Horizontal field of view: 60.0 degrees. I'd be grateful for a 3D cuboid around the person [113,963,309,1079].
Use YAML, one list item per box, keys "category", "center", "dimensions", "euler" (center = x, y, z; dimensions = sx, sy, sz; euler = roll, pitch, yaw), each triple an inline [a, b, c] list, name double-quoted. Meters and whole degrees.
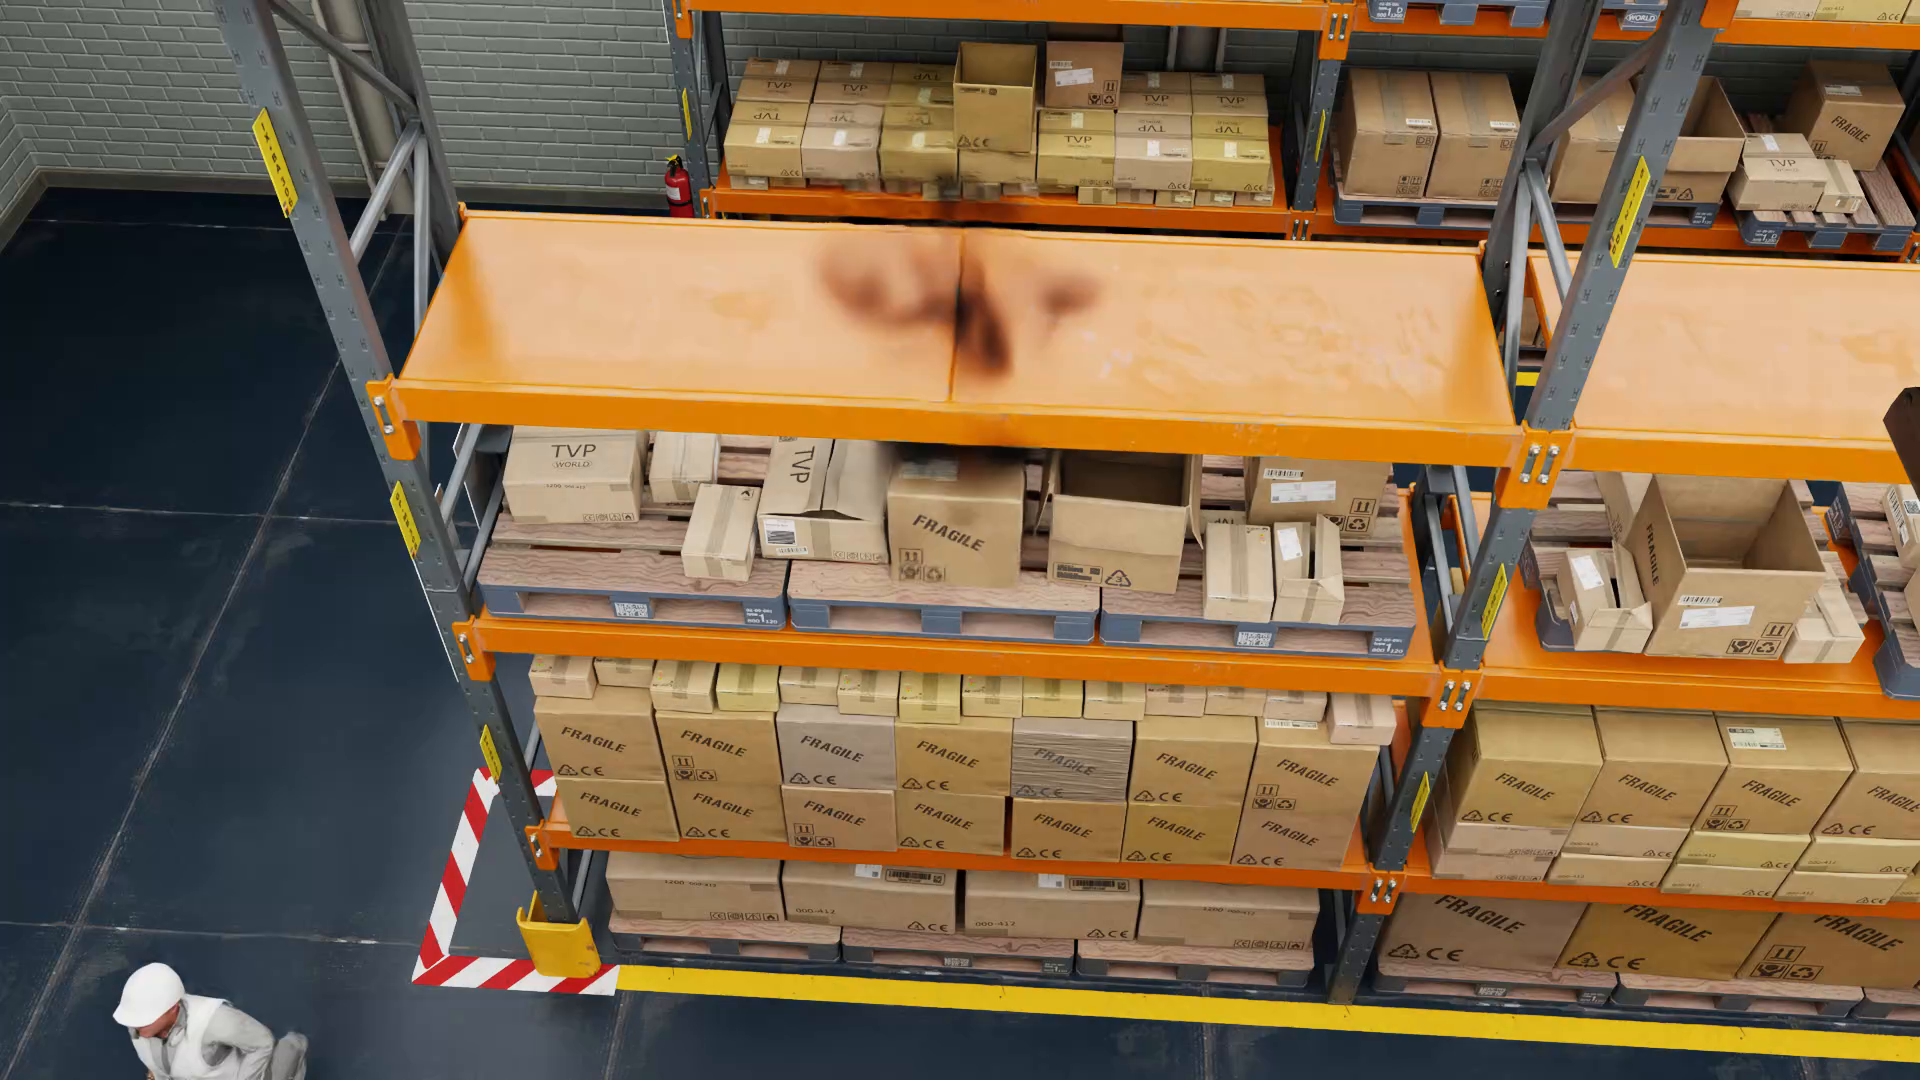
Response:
- category: "person"
  center: [-3.289, 2.324, 7.460]
  dimensions: [0.677, 1.781, 0.801]
  euler: [6, 48, 5]
